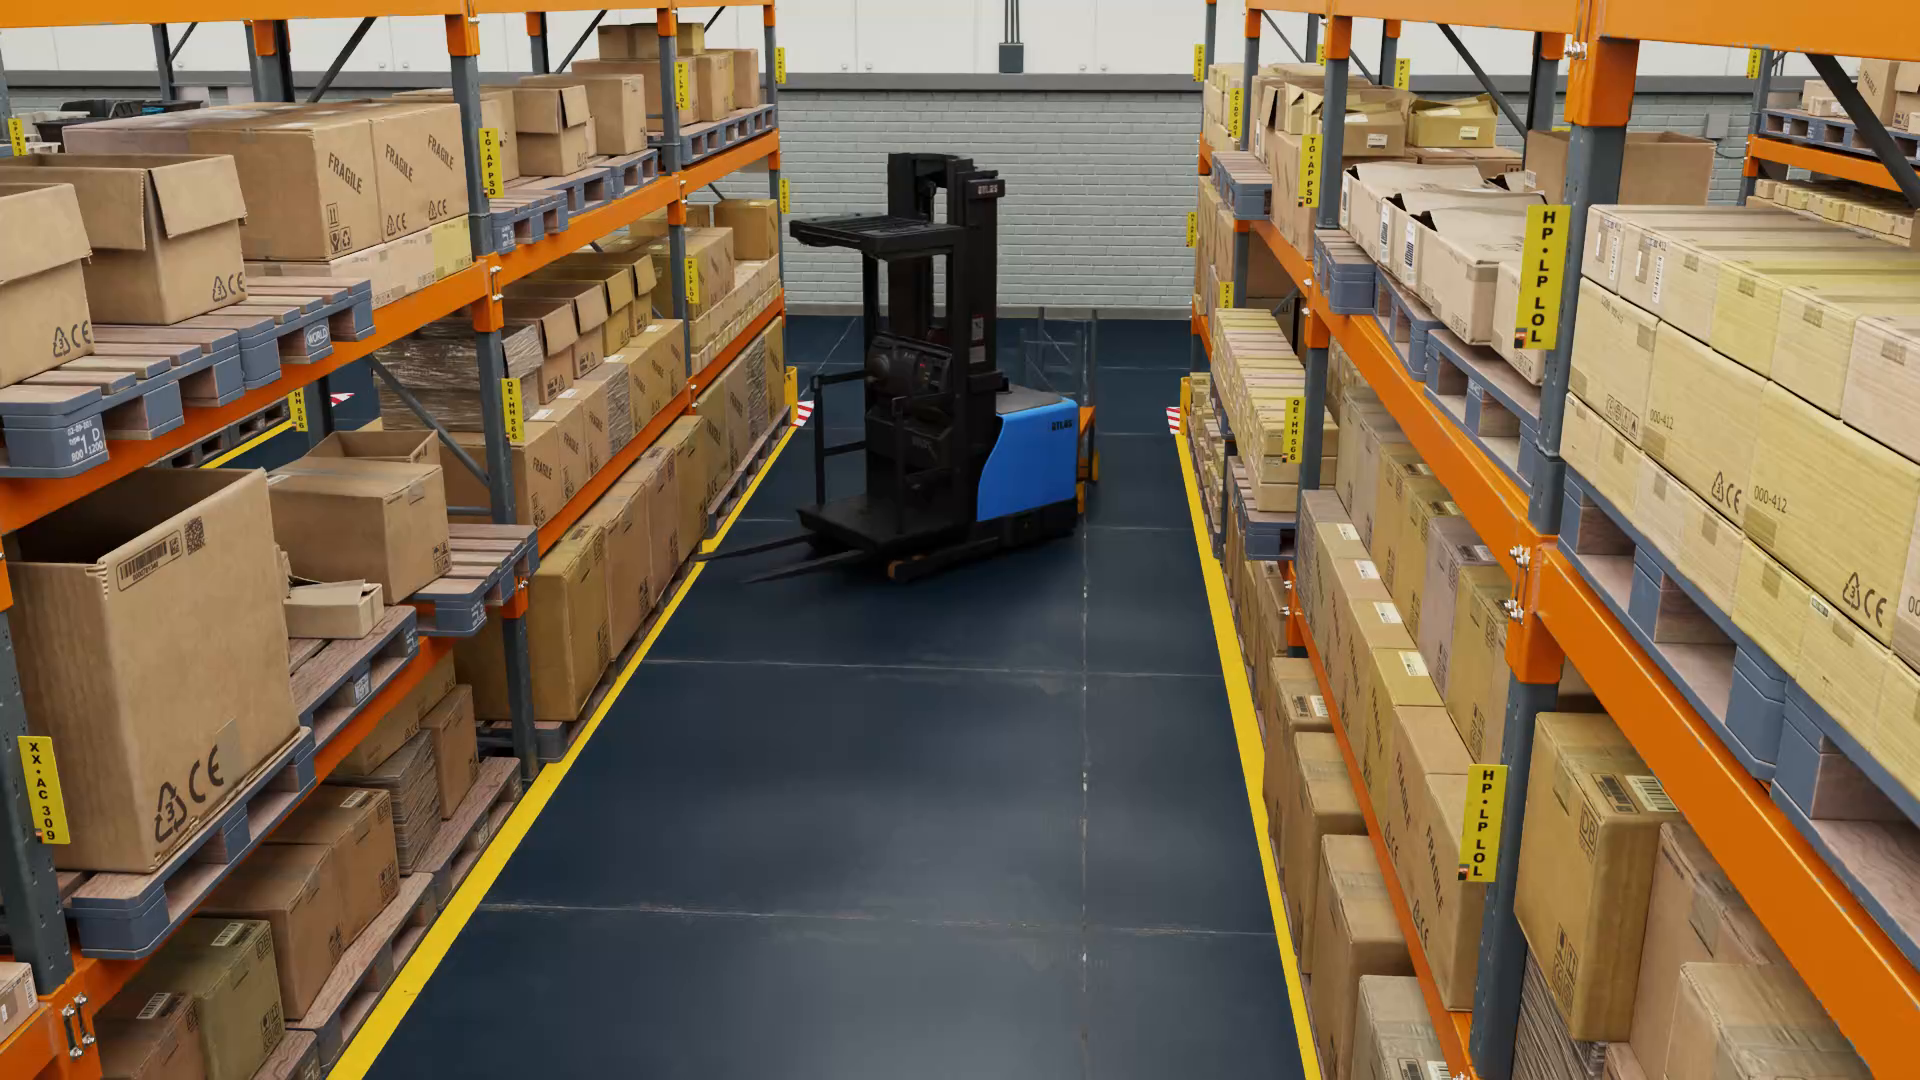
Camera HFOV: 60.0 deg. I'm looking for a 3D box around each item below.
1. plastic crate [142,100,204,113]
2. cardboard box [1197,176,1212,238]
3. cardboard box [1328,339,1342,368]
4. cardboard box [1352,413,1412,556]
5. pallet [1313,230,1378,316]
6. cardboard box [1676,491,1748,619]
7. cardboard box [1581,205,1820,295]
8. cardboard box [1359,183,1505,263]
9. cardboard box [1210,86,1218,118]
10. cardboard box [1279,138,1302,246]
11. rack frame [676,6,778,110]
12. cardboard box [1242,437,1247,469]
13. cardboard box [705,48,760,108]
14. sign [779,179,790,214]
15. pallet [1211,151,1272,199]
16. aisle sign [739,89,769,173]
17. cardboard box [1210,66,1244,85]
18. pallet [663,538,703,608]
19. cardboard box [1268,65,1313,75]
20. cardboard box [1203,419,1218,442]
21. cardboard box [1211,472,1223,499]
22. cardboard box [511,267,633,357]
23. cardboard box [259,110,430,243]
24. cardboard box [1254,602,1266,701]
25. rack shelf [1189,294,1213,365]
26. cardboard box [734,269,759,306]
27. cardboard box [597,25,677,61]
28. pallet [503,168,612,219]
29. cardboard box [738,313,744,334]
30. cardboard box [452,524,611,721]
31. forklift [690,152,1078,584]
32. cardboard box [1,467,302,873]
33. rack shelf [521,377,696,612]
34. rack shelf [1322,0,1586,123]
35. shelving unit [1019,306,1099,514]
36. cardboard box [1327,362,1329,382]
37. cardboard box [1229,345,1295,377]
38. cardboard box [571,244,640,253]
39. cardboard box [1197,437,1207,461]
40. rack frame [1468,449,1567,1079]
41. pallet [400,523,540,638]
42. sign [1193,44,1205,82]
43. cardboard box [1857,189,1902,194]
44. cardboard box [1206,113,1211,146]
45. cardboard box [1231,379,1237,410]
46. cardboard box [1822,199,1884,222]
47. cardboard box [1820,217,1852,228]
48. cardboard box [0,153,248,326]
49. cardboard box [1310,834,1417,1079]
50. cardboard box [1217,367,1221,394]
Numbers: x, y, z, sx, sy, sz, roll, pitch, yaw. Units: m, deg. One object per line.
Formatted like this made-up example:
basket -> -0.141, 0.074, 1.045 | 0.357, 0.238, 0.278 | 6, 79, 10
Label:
plastic crate -> -7.464, -3.993, 15.683 | 0.497, 0.269, 0.590 | 1, 18, 4
cardboard box -> 2.425, -3.021, 15.080 | 0.500, 0.500, 0.500 | 1, 18, 4
cardboard box -> 2.522, -1.160, 10.420 | 0.380, 0.149, 0.250 | 1, 18, 2
cardboard box -> 2.071, -0.232, 7.047 | 0.700, 0.500, 0.500 | 1, 18, 3
pallet -> 2.155, -1.140, 7.071 | 1.213, 0.211, 1.003 | 2, 18, 6
cardboard box -> 1.442, 0.025, 2.781 | 0.380, 0.149, 0.250 | 1, 18, 3
cardboard box -> 1.496, -0.590, 3.376 | 0.380, 0.149, 0.250 | 1, 18, 4
cardboard box -> 1.841, -1.231, 6.452 | 0.500, 0.250, 0.500 | 2, 18, 5
cardboard box -> 2.346, -3.632, 13.812 | 0.500, 0.250, 0.500 | 1, 18, 5
cardboard box -> 1.958, -1.817, 8.673 | 0.500, 0.500, 0.500 | 1, 18, 4
rack frame -> -2.218, -5.483, 15.205 | 1.000, 3.000, 0.127 | 1, 18, 4
cardboard box -> 1.784, -0.483, 9.310 | 0.380, 0.149, 0.250 | 1, 18, 3
cardboard box -> -2.202, -4.189, 15.079 | 0.700, 0.500, 0.500 | 0, 18, 1
sign -> -1.678, -3.279, 15.871 | 0.100, 0.325, 0.005 | 1, 18, 4
pallet -> 2.284, -2.395, 10.898 | 1.213, 0.211, 1.003 | 1, 18, 4
aisle sign -> -1.914, -3.883, 15.782 | 0.394, 0.787, 0.004 | 1, 18, 4
cardboard box -> 2.325, -3.939, 14.107 | 0.380, 0.149, 0.250 | 2, 18, 5
pallet -> -2.485, 0.177, 12.045 | 1.003, 0.211, 1.213 | 1, 18, 4
cardboard box -> 2.858, -4.007, 14.316 | 0.380, 0.149, 0.250 | 1, 18, 2
cardboard box -> 2.221, -0.898, 13.796 | 0.380, 0.149, 0.250 | 1, 18, 2
cardboard box -> 2.147, -0.423, 12.823 | 0.380, 0.149, 0.250 | 0, 18, 1
cardboard box -> -2.604, -1.503, 10.920 | 0.797, 0.503, 0.637 | 1, 18, 5
cardboard box -> -2.603, -1.545, 7.039 | 0.500, 0.500, 0.500 | 1, 18, 4
cardboard box -> 1.975, 0.611, 9.580 | 0.500, 0.500, 0.500 | 2, 18, 6
rack shelf -> 2.578, -1.527, 13.921 | 1.077, 0.370, 4.000 | 1, 18, 4
cardboard box -> -2.062, -2.230, 14.675 | 0.500, 0.250, 0.500 | 1, 18, 2
cardboard box -> -2.431, -3.758, 12.558 | 0.500, 0.250, 0.500 | 0, 18, 0
pallet -> -2.722, -2.032, 9.792 | 1.003, 0.211, 1.213 | 2, 18, 6
cardboard box -> -2.042, -1.839, 14.122 | 0.380, 0.149, 0.250 | 1, 18, 2
cardboard box -> -2.722, 0.449, 9.474 | 1.225, 0.875, 0.875 | 0, 18, 1
forklift -> -0.538, -1.264, 12.075 | 3.031, 2.935, 1.130 | -14, 23, -37
cardboard box -> -2.882, 0.367, 5.349 | 1.000, 1.000, 1.000 | 1, 18, 4
rack shelf -> -2.649, -0.427, 10.564 | 1.077, 0.370, 4.000 | 1, 18, 4
rack shelf -> 2.005, -1.703, 5.467 | 1.077, 0.370, 4.000 | 1, 18, 4
shelving unit -> 0.820, -1.109, 13.899 | 0.587, 1.500, 1.083 | 4, 18, 11
cardboard box -> 2.550, -1.097, 10.706 | 0.380, 0.149, 0.250 | 1, 18, 2
cardboard box -> 1.856, -1.097, 10.227 | 0.380, 0.149, 0.250 | 2, 18, 6
cardboard box -> -2.739, -1.965, 12.662 | 0.500, 0.500, 0.500 | 2, 18, 5
cardboard box -> 2.261, -0.785, 14.406 | 0.380, 0.149, 0.250 | 0, 18, 1
rack frame -> 1.861, 1.237, 4.331 | 1.000, 3.000, 0.127 | 1, 18, 4
pallet -> -2.737, 0.167, 7.903 | 1.213, 0.211, 1.003 | 1, 18, 4
sign -> 2.180, -4.343, 15.139 | 0.100, 0.325, 0.005 | 1, 18, 4
cardboard box -> 7.852, -2.887, 14.109 | 0.380, 0.149, 0.250 | 2, 18, 5
cardboard box -> 2.392, -3.547, 14.354 | 0.500, 0.250, 0.500 | 2, 18, 6
cardboard box -> 1.838, -0.871, 10.016 | 0.380, 0.149, 0.250 | 1, 18, 3
cardboard box -> 7.211, -2.657, 13.407 | 0.380, 0.149, 0.250 | 1, 18, 3
cardboard box -> 7.253, -2.315, 13.405 | 0.500, 0.500, 0.500 | 1, 18, 4
cardboard box -> -2.880, -1.016, 5.548 | 0.797, 0.503, 0.637 | 2, 18, 6
cardboard box -> 1.889, 1.612, 6.124 | 1.050, 0.750, 0.750 | 1, 18, 4
cardboard box -> 1.912, -1.052, 11.045 | 0.380, 0.149, 0.250 | 1, 18, 4
